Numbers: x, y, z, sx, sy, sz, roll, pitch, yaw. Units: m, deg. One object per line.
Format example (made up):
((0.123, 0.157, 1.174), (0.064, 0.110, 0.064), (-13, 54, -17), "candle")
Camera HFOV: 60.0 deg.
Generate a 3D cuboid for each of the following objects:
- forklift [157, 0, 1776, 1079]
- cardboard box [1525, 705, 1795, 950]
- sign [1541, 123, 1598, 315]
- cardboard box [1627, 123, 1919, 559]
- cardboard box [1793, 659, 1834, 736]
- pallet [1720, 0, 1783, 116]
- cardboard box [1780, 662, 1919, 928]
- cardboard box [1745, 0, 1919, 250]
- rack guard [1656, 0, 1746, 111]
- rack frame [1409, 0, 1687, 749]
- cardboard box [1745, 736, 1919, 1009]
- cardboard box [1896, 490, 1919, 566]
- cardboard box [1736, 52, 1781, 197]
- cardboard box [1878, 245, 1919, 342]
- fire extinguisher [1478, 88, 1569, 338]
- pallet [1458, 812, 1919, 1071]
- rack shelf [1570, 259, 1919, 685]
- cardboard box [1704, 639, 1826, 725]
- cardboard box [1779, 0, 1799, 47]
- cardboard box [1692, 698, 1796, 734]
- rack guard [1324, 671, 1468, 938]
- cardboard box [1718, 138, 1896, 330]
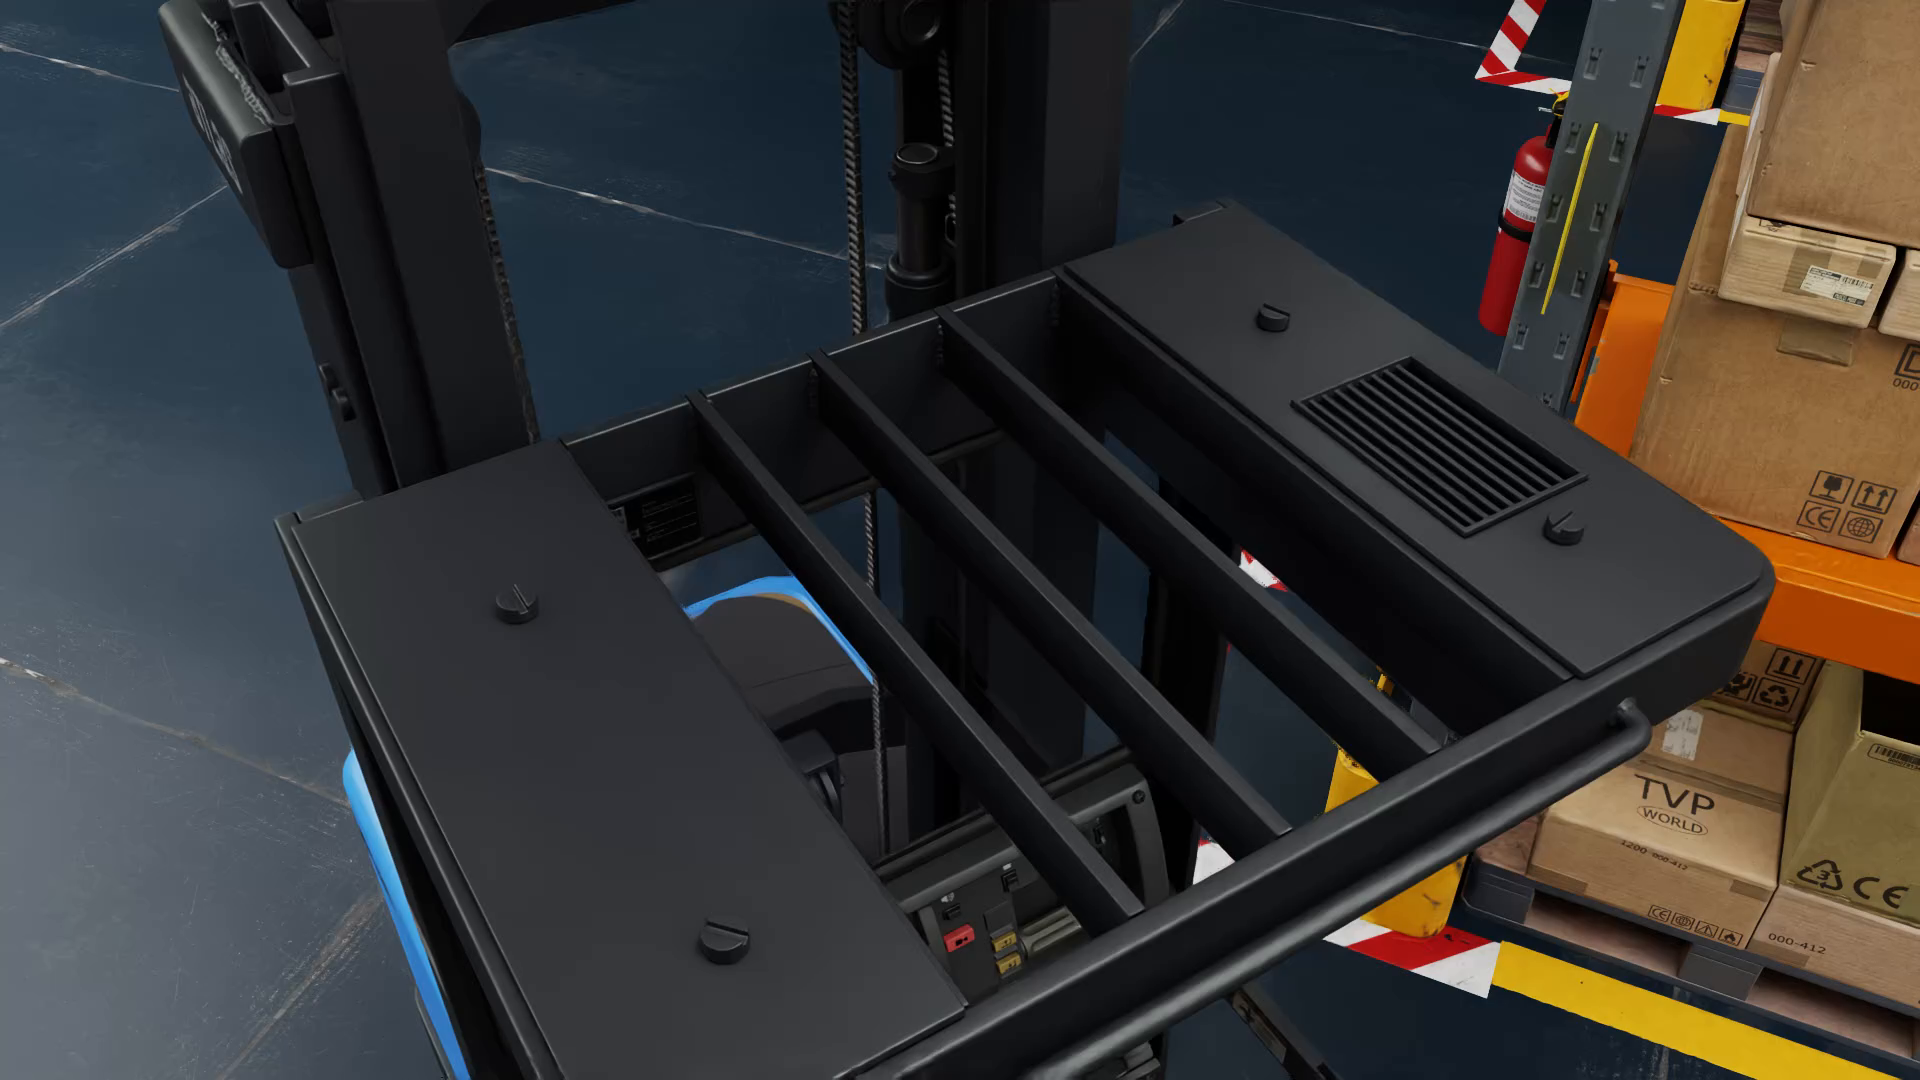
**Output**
((0.013, 0.737, 2.161), (1.130, 2.935, 3.031), (-22, 46, -24), "forklift")
((1.684, 0.639, 4.001), (0.500, 0.250, 0.500), (17, 44, 19), "cardboard box")
((1.052, -0.551, 2.874), (0.005, 0.325, 0.100), (17, 44, 19), "sign")
((1.710, -0.423, 3.371), (0.500, 0.500, 0.700), (17, 44, 19), "cardboard box")
((2.362, 0.463, 4.204), (0.500, 0.250, 0.500), (17, 44, 19), "cardboard box")
((4.174, -2.142, 7.560), (1.213, 0.211, 1.003), (17, 44, 19), "pallet")
((2.138, 0.493, 3.597), (0.500, 0.500, 0.500), (17, 44, 19), "cardboard box")
((1.758, -0.898, 2.929), (0.500, 0.500, 0.700), (17, 44, 19), "cardboard box")
((3.452, -2.497, 7.749), (0.348, 0.500, 1.175), (17, 44, 19), "rack guard")
((1.292, -0.522, 3.562), (0.127, 3.000, 1.000), (17, 44, 19), "rack frame")
((2.139, 0.776, 3.844), (0.500, 0.250, 0.500), (17, 44, 19), "cardboard box")
((2.188, -0.280, 3.206), (0.500, 0.500, 0.700), (18, 44, 20), "cardboard box")
((1.719, -0.812, 3.325), (0.250, 0.149, 0.380), (16, 44, 18), "cardboard box")
((1.797, -0.497, 2.961), (0.250, 0.149, 0.380), (16, 43, 18), "cardboard box")
((1.382, -0.801, 3.943), (0.183, 0.674, 0.296), (17, 44, 19), "fire extinguisher")
((2.003, 0.719, 4.259), (1.213, 0.211, 1.003), (17, 44, 19), "pallet")
((3.105, 0.304, 3.158), (4.000, 0.370, 1.077), (17, 44, 19), "rack shelf")
((1.904, 0.047, 4.111), (0.500, 0.500, 0.500), (17, 44, 19), "cardboard box")
((3.973, -2.368, 7.409), (0.500, 0.311, 0.500), (12, 42, 14), "cardboard box")
((1.903, 0.332, 4.356), (0.500, 0.250, 0.500), (17, 44, 19), "cardboard box")
((1.271, 0.416, 4.388), (0.348, 0.500, 1.175), (17, 44, 19), "rack guard")
((1.557, -0.568, 3.044), (0.250, 0.149, 0.380), (17, 44, 18), "cardboard box")
